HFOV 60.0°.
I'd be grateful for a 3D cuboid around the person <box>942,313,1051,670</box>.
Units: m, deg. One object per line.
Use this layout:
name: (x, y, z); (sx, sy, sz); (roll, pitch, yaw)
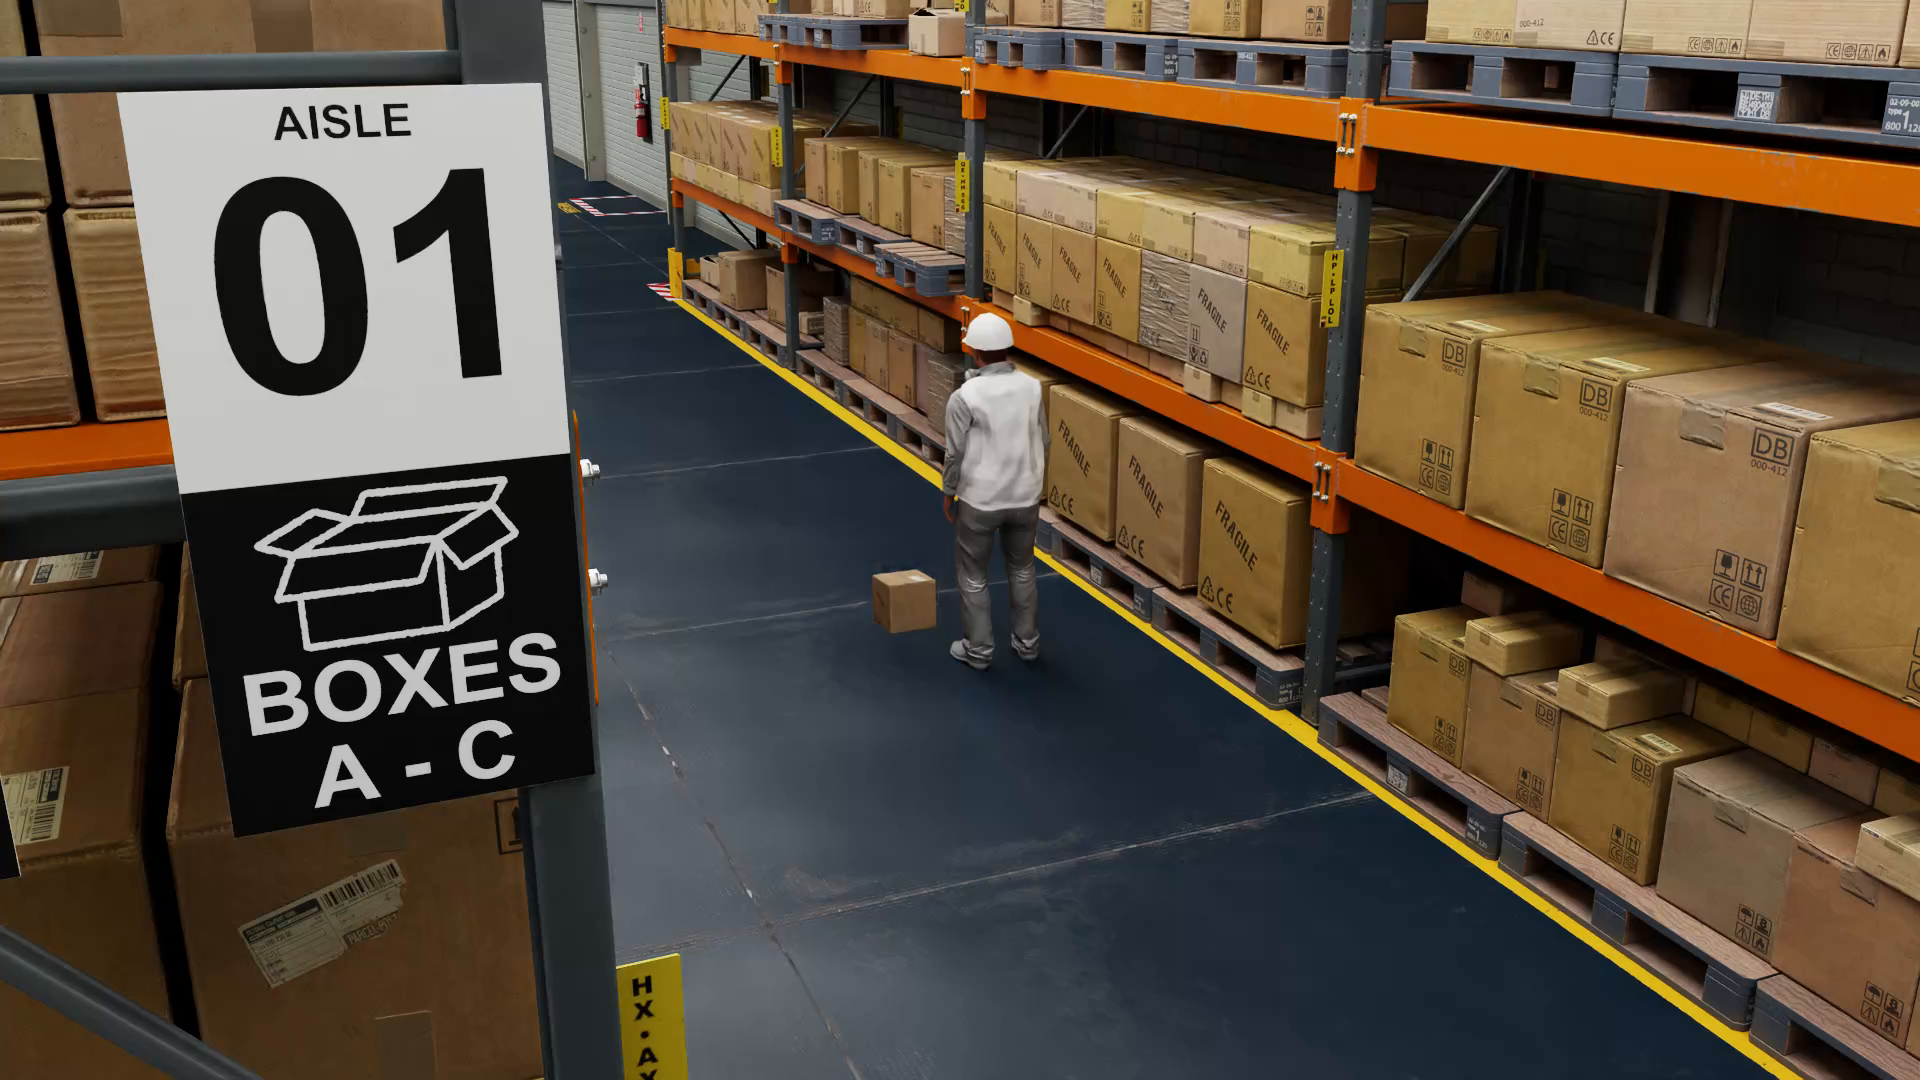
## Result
person: (0.176, -0.228, 8.197); (0.566, 1.771, 0.447); (-8, 20, -22)
